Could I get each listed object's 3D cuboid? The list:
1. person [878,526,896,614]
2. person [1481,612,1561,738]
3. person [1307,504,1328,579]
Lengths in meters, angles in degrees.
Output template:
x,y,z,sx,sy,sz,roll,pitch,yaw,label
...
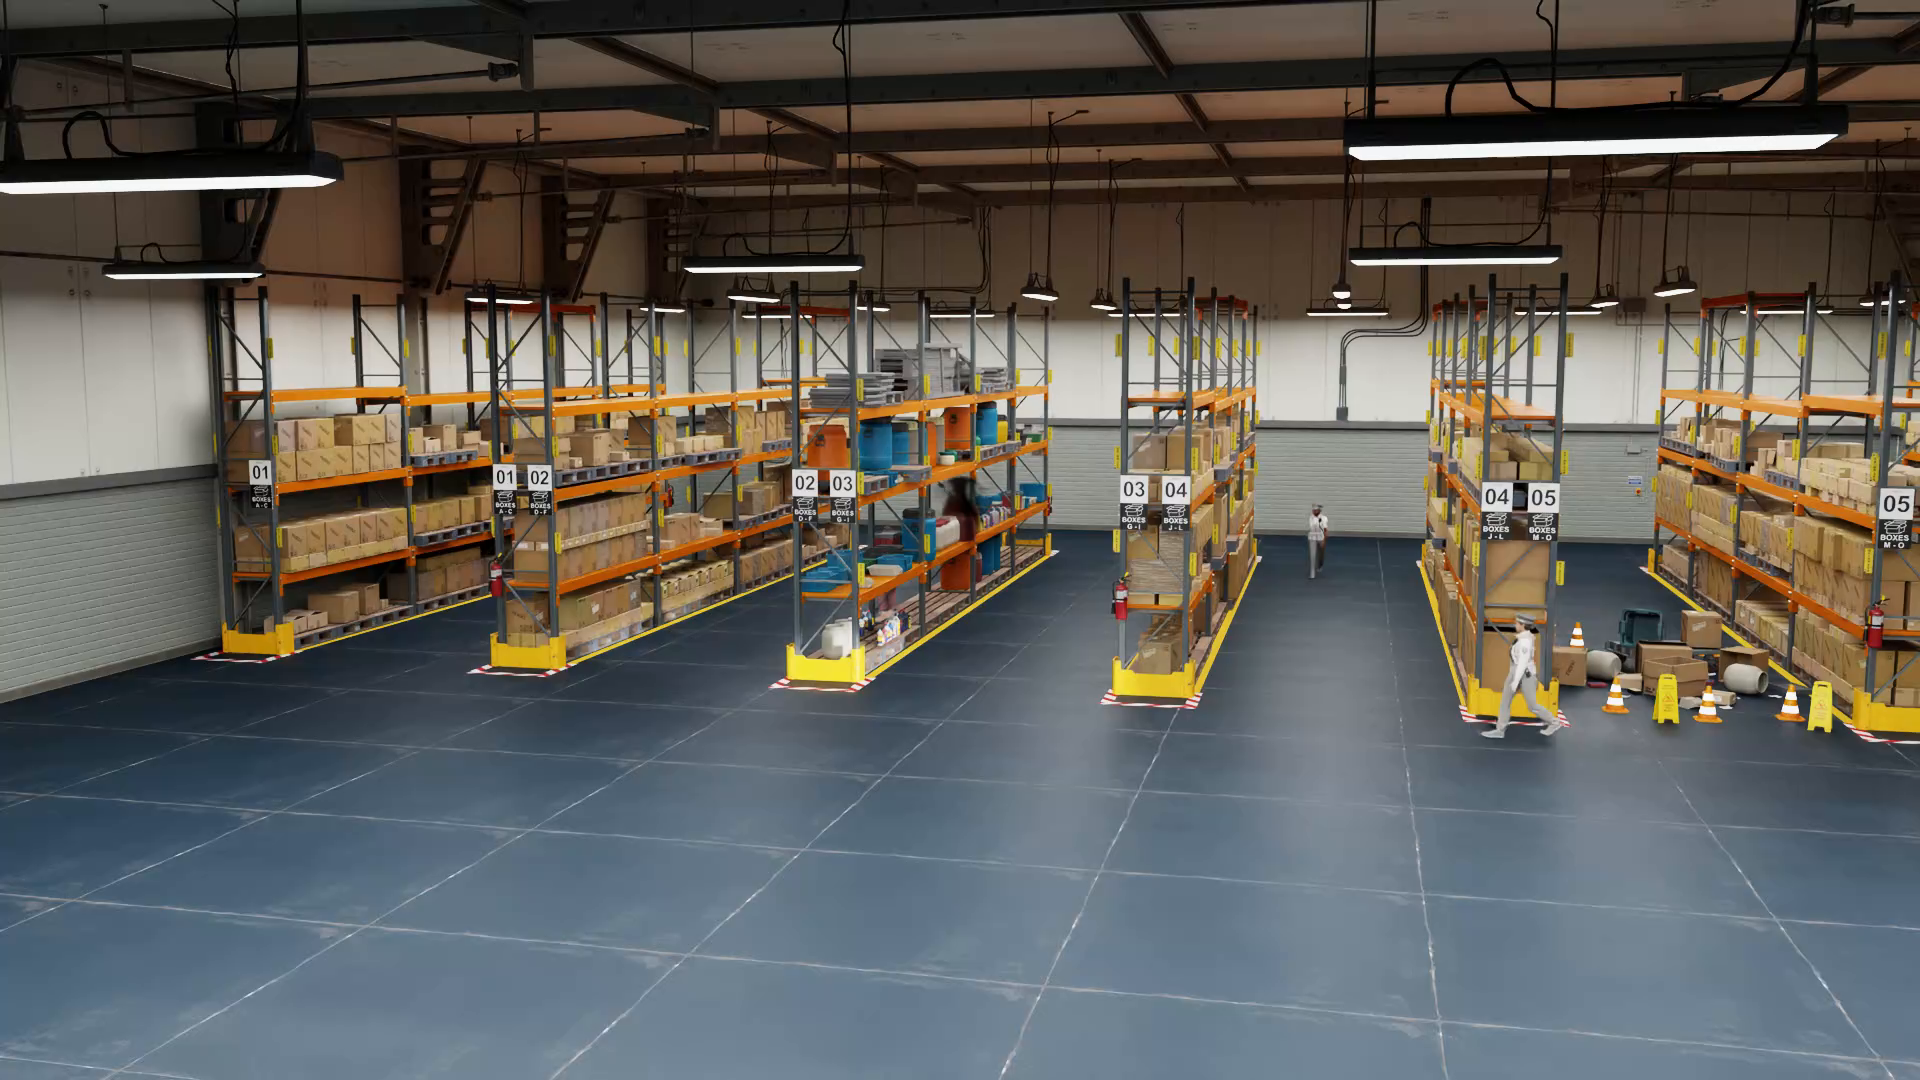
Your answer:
x,y,z,sx,sy,sz,roll,pitch,yaw,label
-1.346,0.577,31.257,0.381,1.690,0.463,5,9,39,person
7.229,1.742,21.286,0.957,1.644,0.446,-1,7,-10,person
7.823,0.003,36.430,0.422,1.630,0.951,1,7,9,person
